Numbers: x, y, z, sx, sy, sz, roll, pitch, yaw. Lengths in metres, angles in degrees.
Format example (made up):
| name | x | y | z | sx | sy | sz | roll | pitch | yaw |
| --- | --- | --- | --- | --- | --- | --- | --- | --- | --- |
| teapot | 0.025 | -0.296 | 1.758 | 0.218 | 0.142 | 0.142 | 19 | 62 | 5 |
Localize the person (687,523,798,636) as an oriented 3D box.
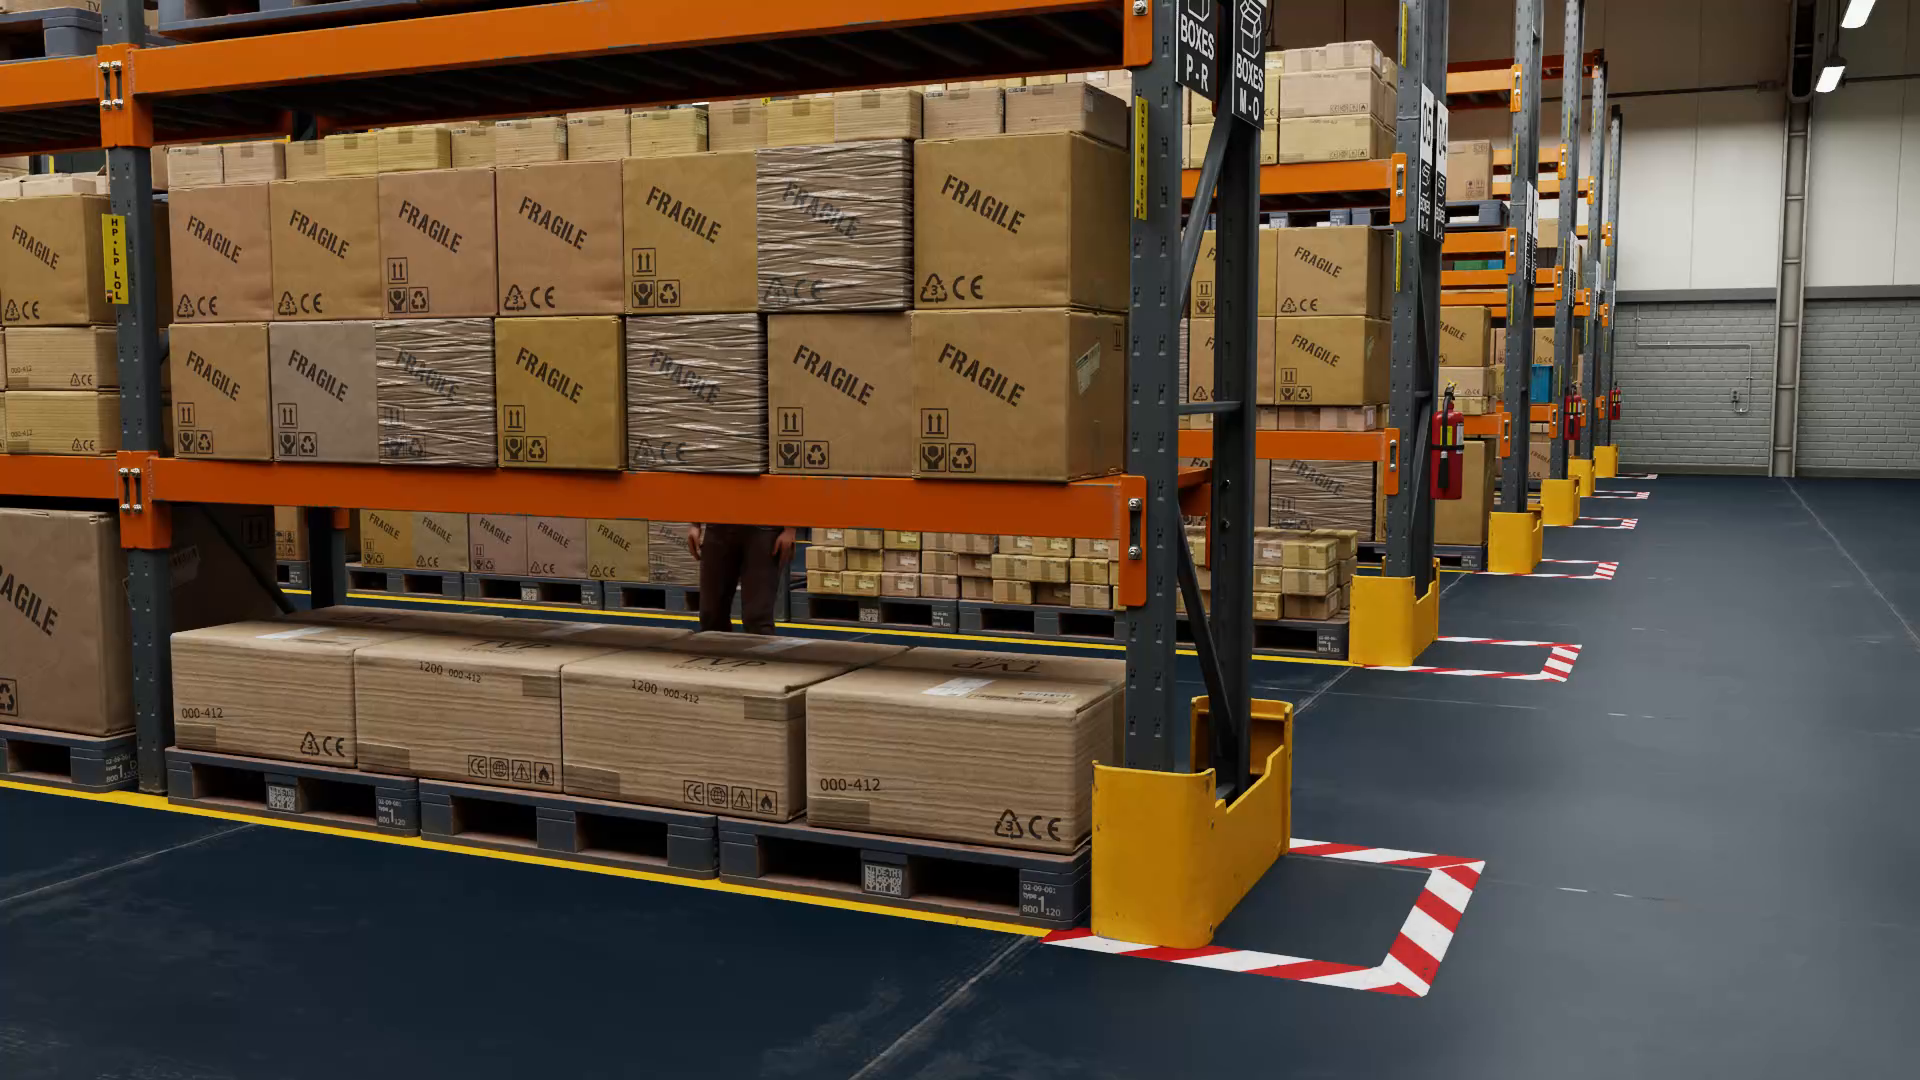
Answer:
| name | x | y | z | sx | sy | sz | roll | pitch | yaw |
| --- | --- | --- | --- | --- | --- | --- | --- | --- | --- |
| person | -1.033 | -0.025 | 7.917 | 0.581 | 1.719 | 0.475 | 2 | 6 | 21 |
